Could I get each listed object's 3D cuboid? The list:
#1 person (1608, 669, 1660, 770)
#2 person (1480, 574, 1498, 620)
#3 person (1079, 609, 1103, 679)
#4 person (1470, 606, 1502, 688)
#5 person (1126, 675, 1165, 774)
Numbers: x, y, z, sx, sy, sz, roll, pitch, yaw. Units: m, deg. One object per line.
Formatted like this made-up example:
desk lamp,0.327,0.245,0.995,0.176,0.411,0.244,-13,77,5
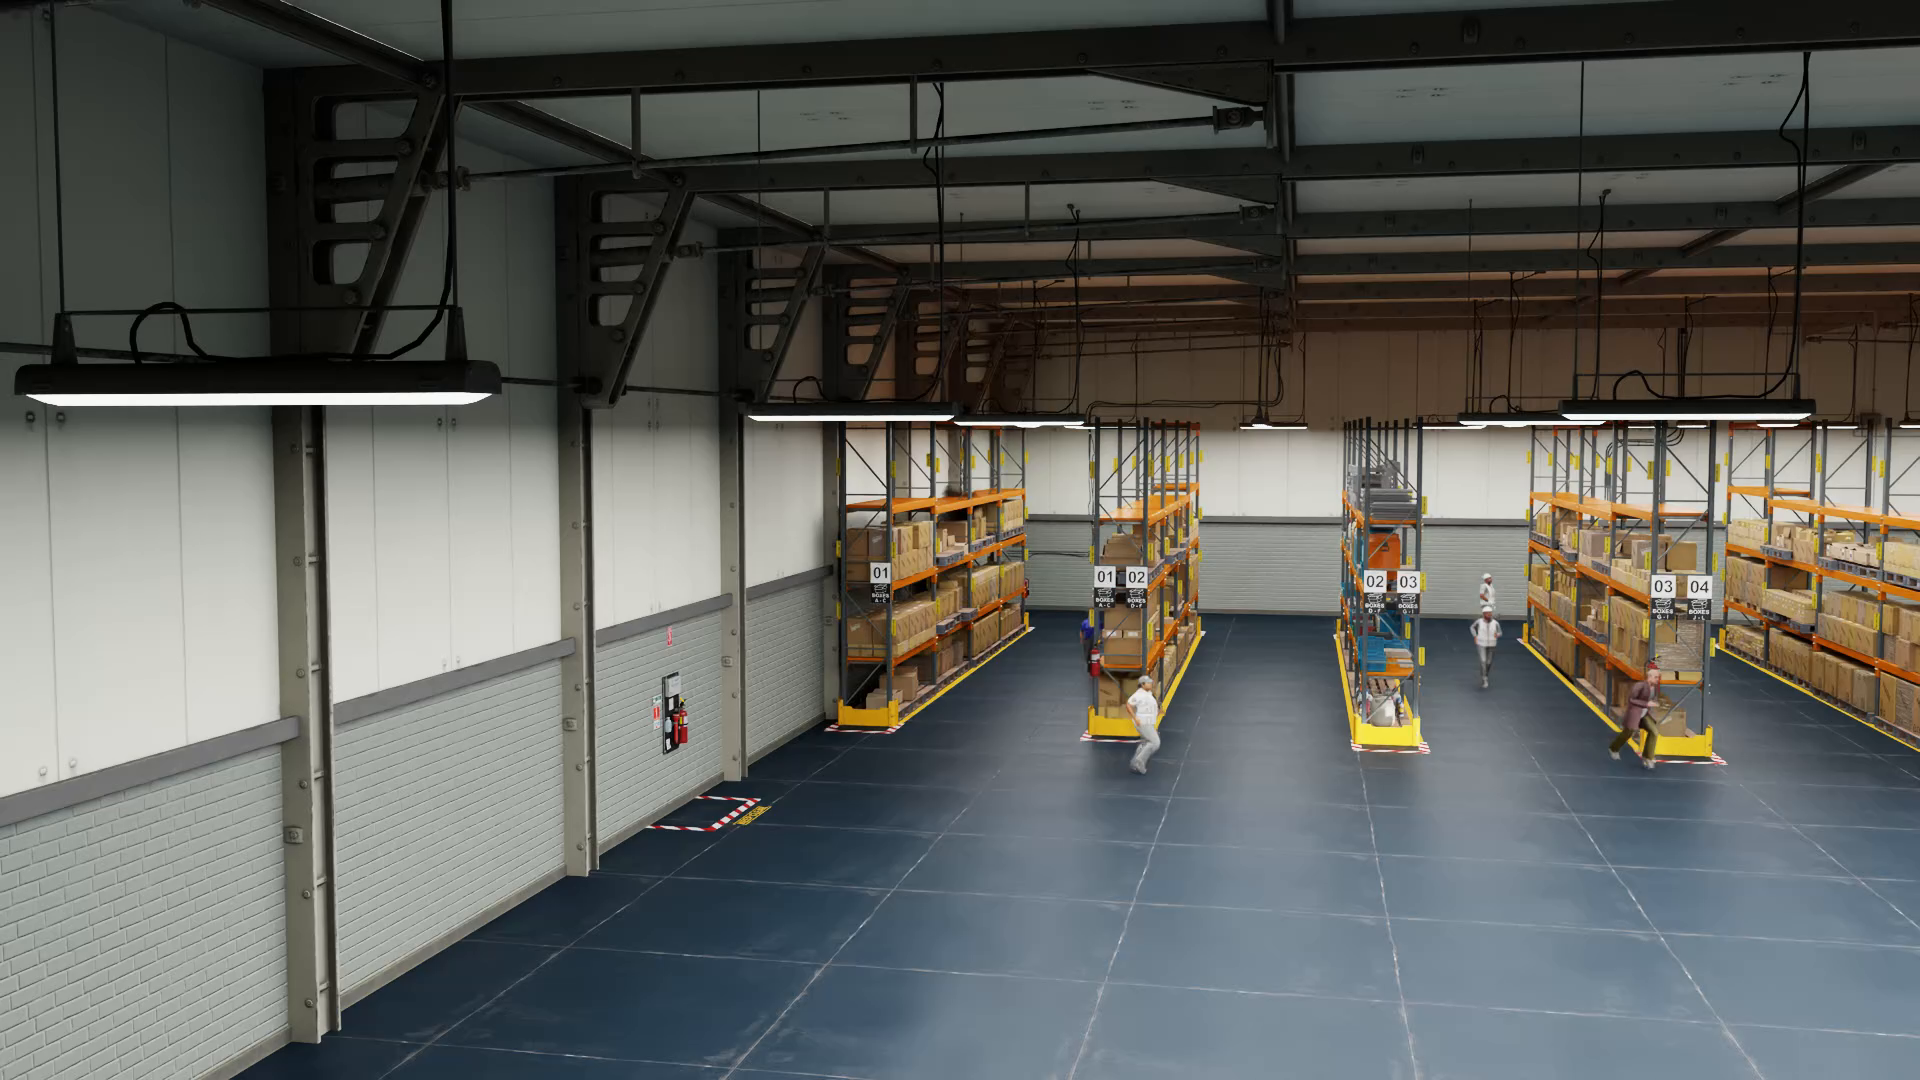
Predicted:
person,11.606,3.041,28.549,0.753,1.748,1.073,-2,4,-26
person,14.884,1.814,46.927,0.547,1.742,0.683,3,5,35
person,3.075,2.413,38.820,0.582,1.618,0.578,0,4,7
person,11.848,2.389,37.540,0.577,1.794,0.948,0,4,5
person,3.126,3.087,27.845,0.637,1.638,0.584,2,4,26
